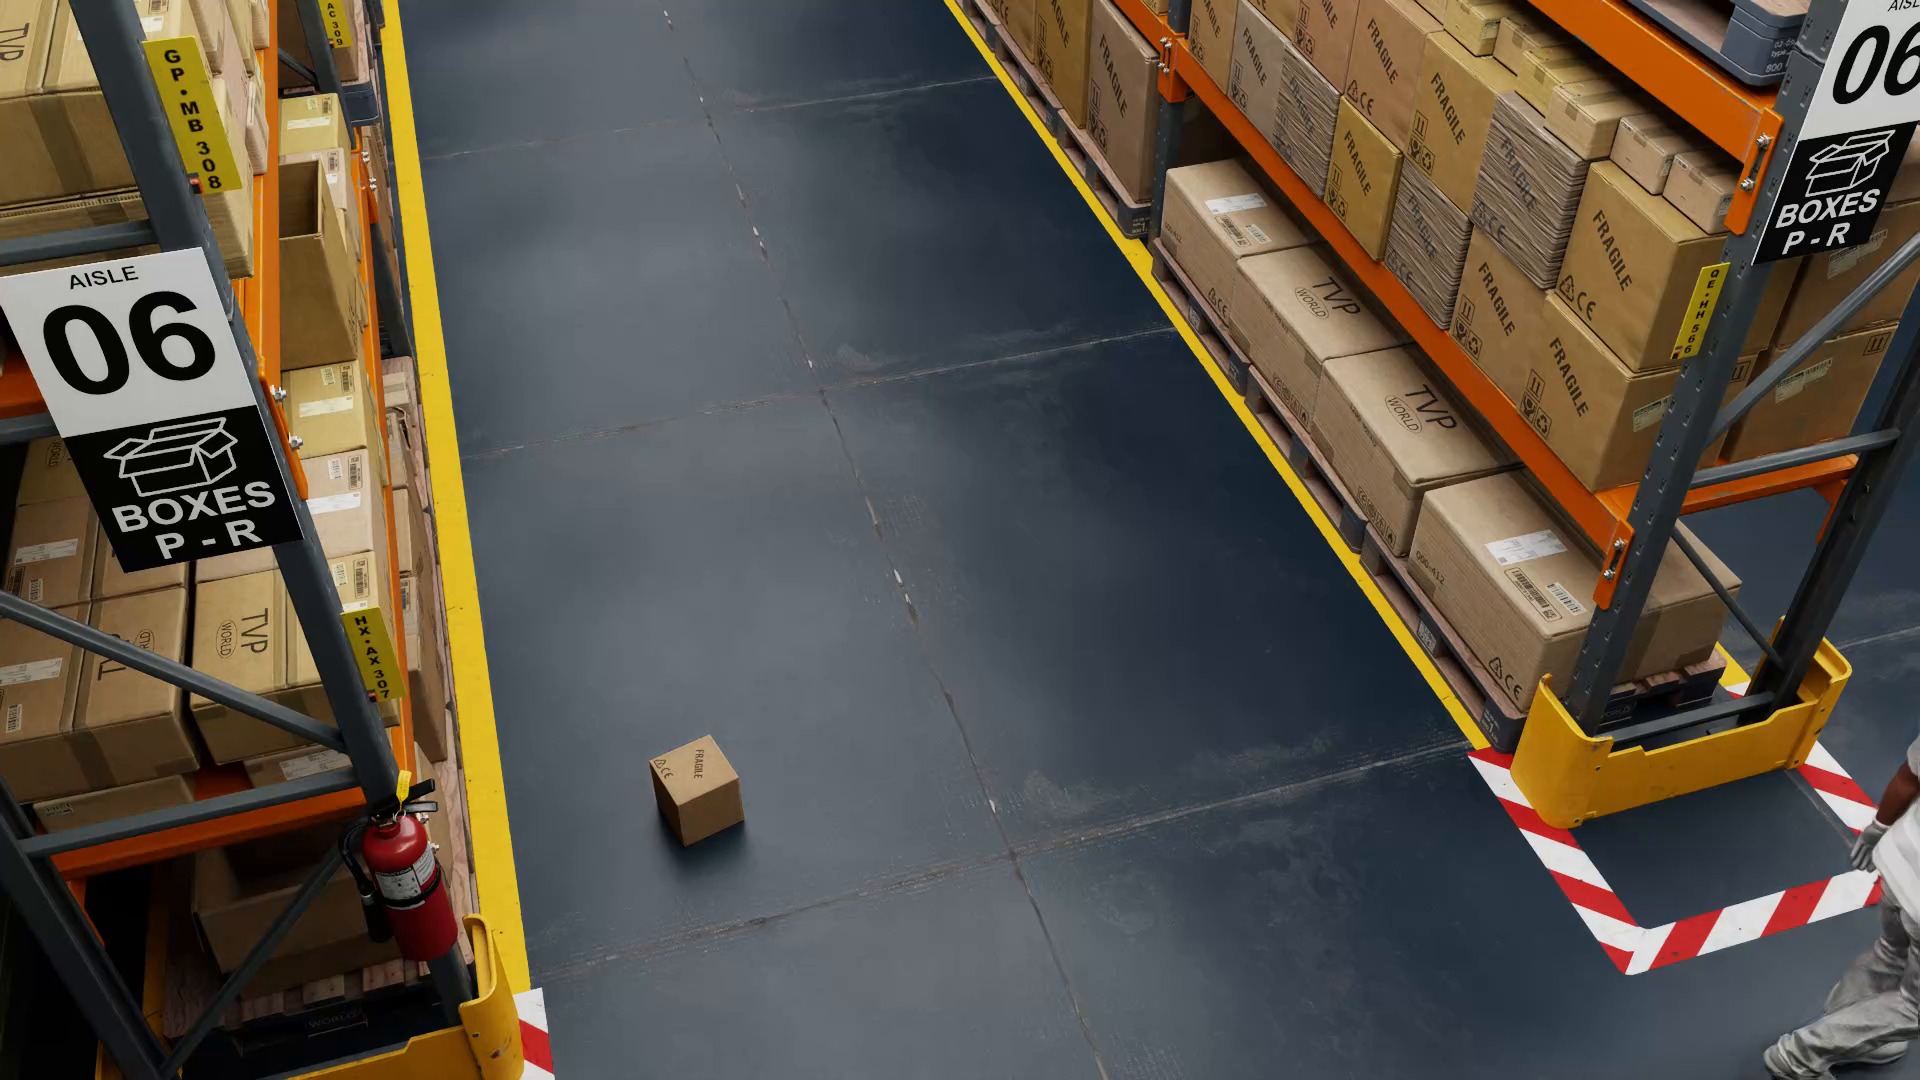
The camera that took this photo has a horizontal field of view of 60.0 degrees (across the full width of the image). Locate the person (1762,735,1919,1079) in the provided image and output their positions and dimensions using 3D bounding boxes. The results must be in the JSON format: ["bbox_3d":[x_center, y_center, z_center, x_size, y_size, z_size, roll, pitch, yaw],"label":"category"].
[{"bbox_3d":[2.879,1.050,4.969,0.568,1.769,0.600,-3,42,-4],"label":"person"}]
